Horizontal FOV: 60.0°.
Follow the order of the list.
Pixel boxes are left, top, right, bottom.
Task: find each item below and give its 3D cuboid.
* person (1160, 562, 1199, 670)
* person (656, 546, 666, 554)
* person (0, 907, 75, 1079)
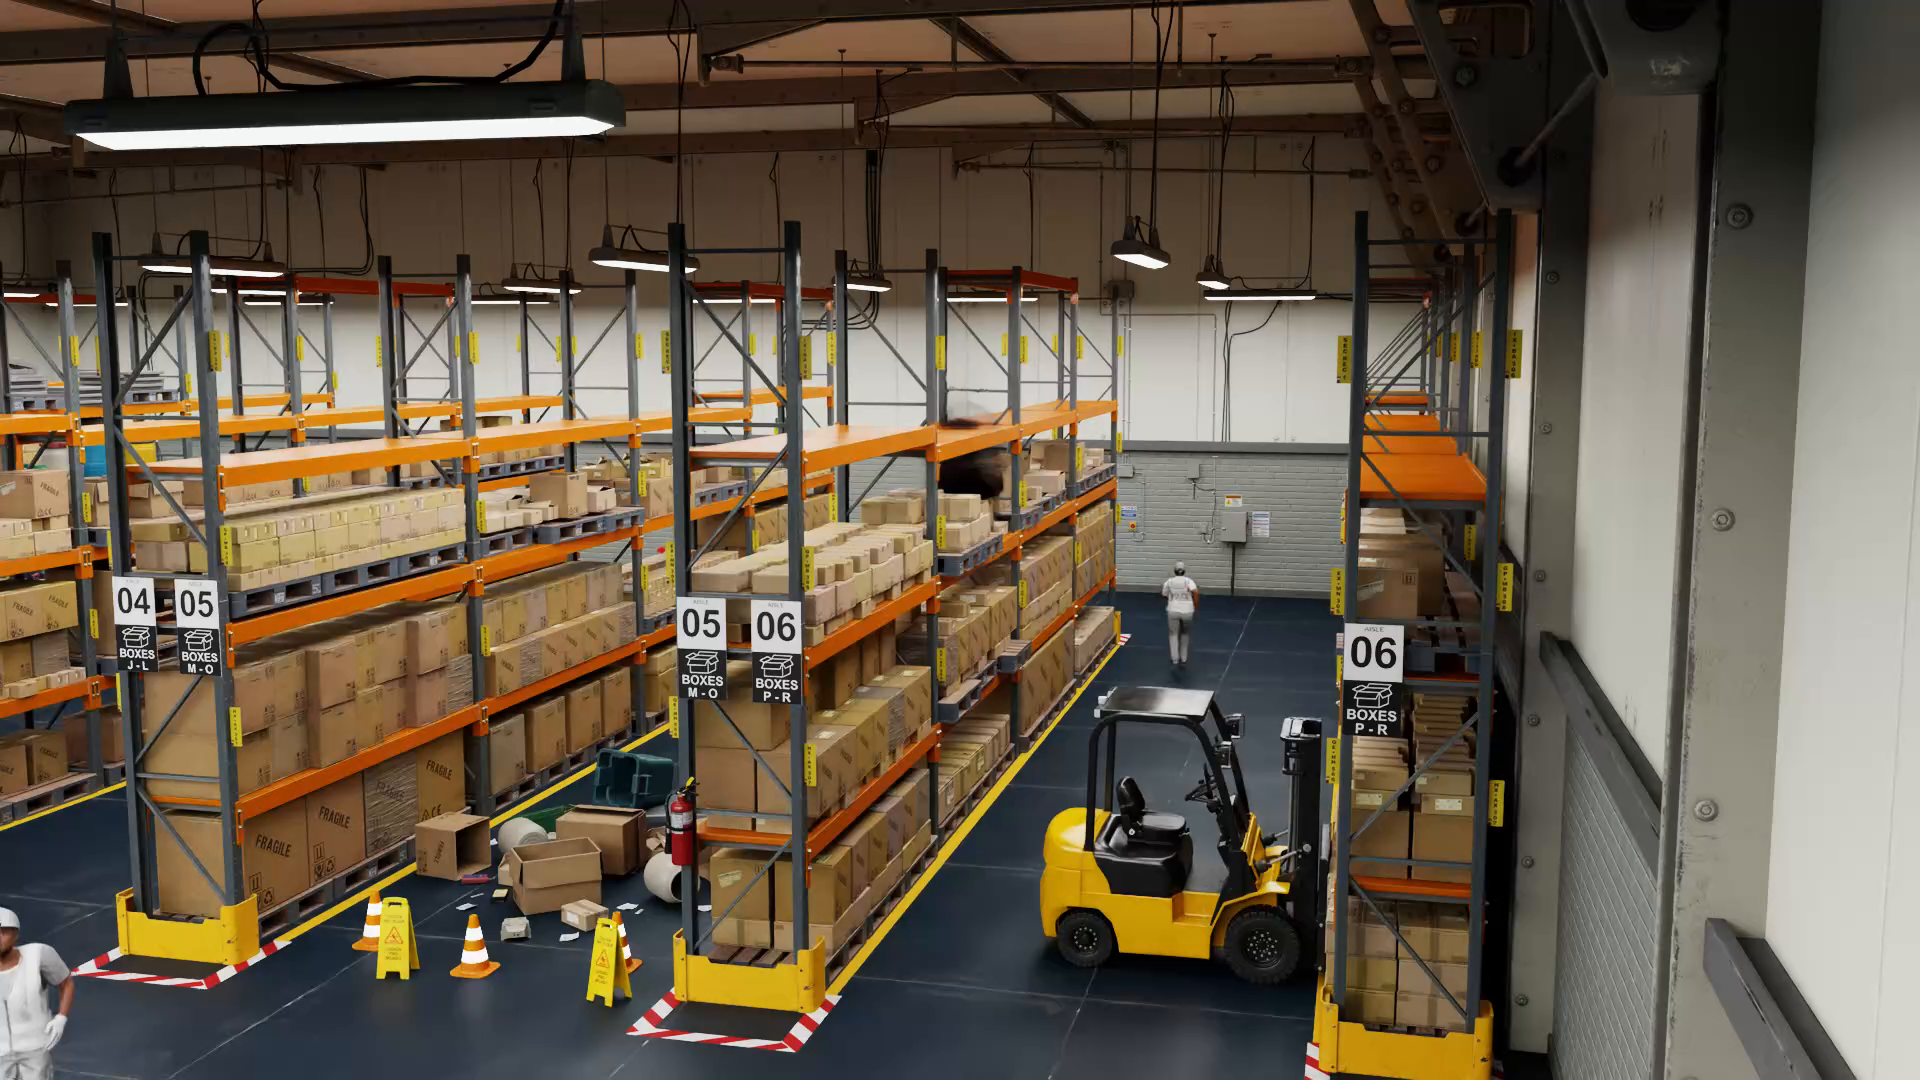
[{"bbox_3d":[3.397,1.197,25.751,0.580,1.711,0.855,0,7,4],"label":"person"},{"bbox_3d":[-4.857,0.922,28.185,0.702,1.740,1.008,2,7,16],"label":"person"},{"bbox_3d":[-5.772,3.079,10.152,0.676,1.748,0.576,-3,8,-25],"label":"person"}]
